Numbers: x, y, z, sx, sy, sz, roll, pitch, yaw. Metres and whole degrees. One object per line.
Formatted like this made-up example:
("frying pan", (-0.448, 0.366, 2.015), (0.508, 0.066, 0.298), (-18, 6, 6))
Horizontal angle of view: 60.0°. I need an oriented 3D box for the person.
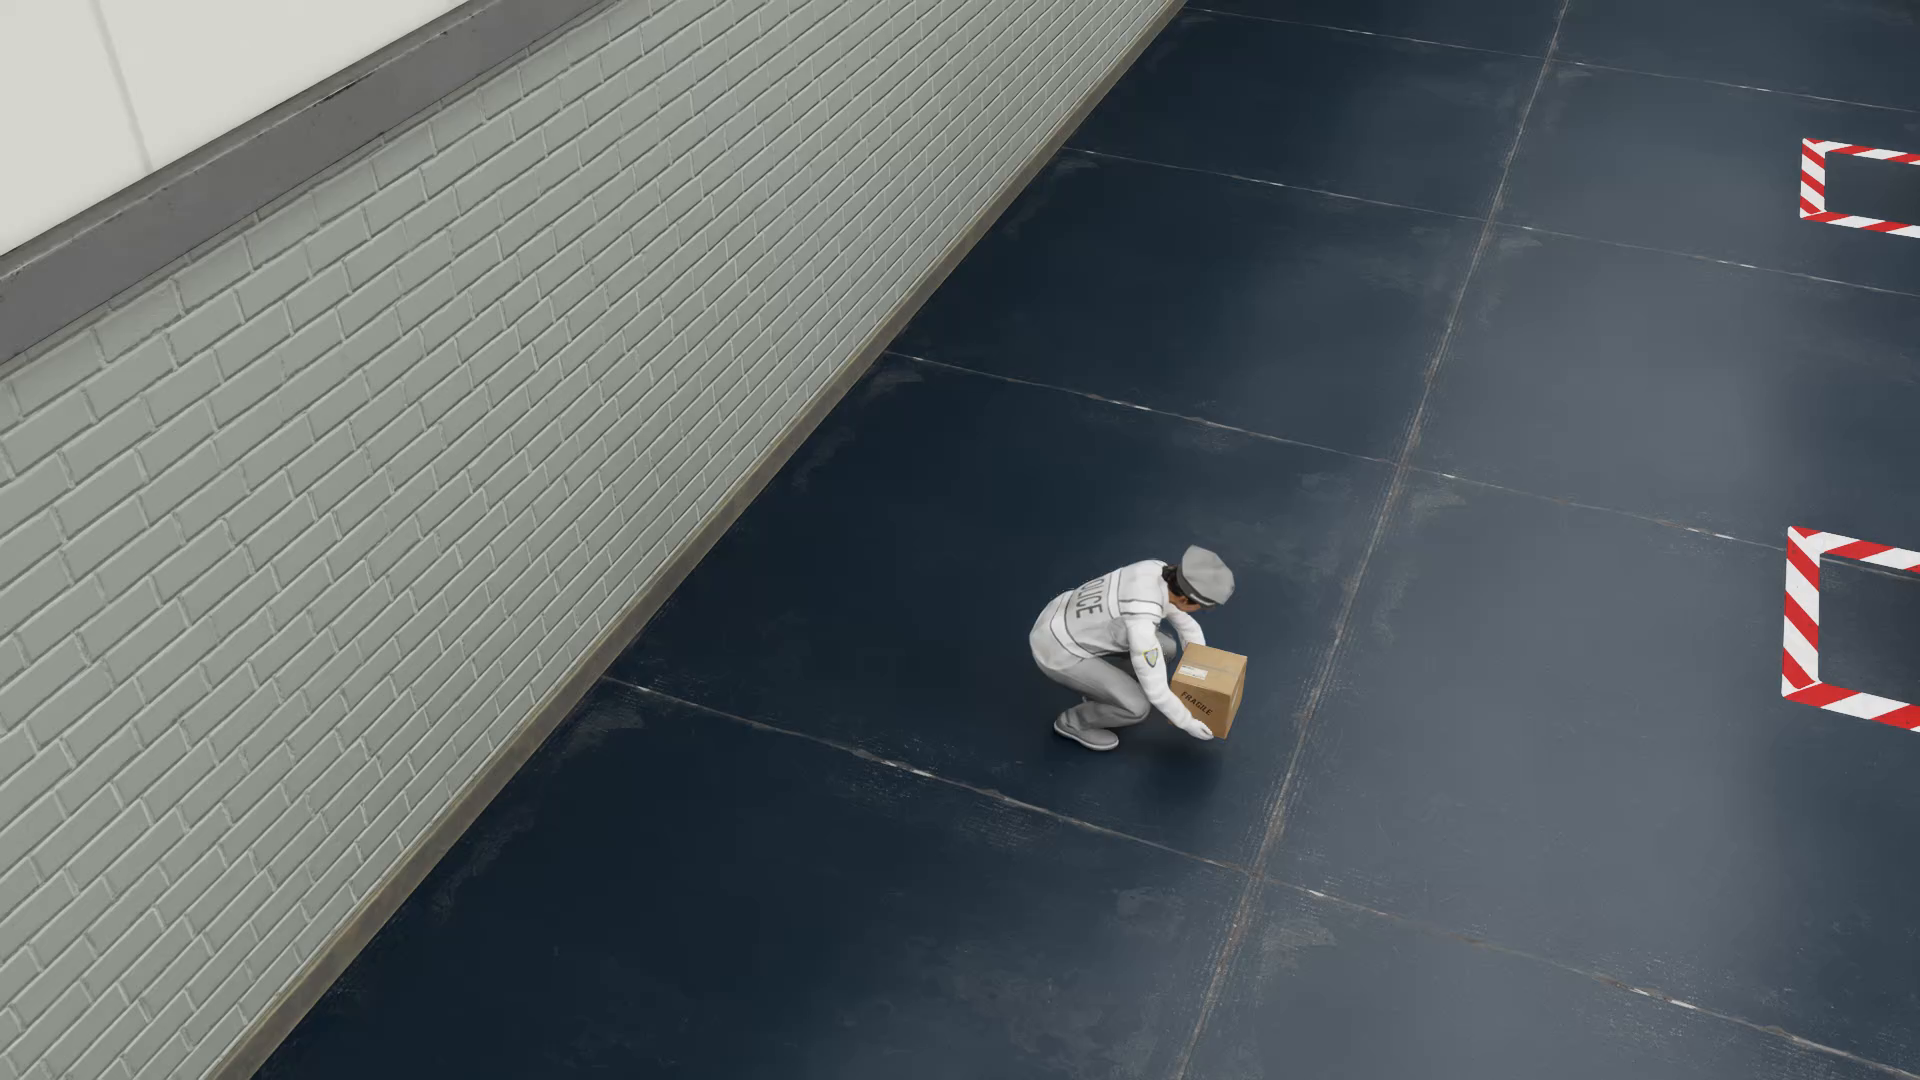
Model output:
("person", (0.708, 0.416, 6.863), (0.819, 0.961, 0.511), (14, 40, 18))
